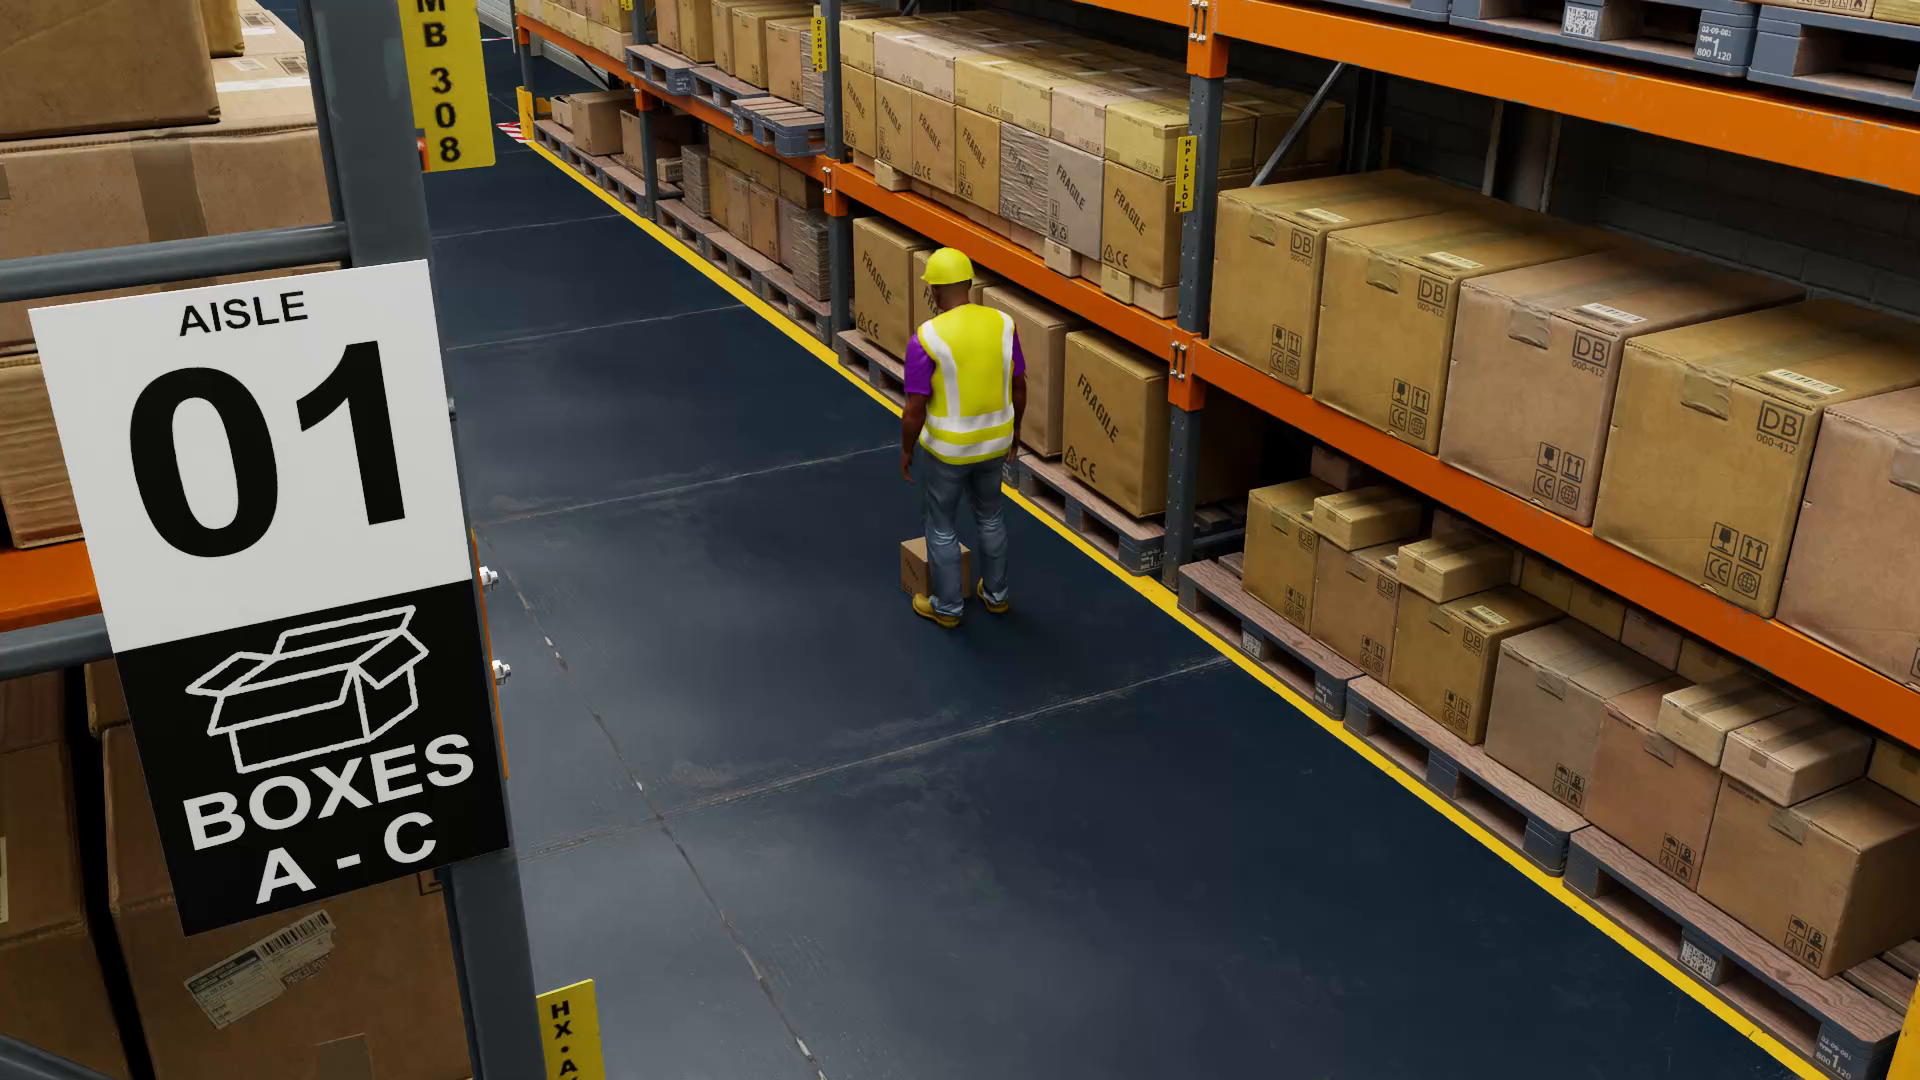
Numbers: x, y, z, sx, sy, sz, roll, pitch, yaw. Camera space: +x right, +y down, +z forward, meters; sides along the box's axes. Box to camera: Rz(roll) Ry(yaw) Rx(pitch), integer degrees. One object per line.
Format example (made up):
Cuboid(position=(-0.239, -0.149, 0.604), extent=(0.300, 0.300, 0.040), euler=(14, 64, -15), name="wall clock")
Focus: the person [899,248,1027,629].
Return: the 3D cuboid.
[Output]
Cuboid(position=(0.005, -0.453, 7.544), extent=(0.625, 1.760, 0.459), euler=(-13, 28, -26), name="person")
